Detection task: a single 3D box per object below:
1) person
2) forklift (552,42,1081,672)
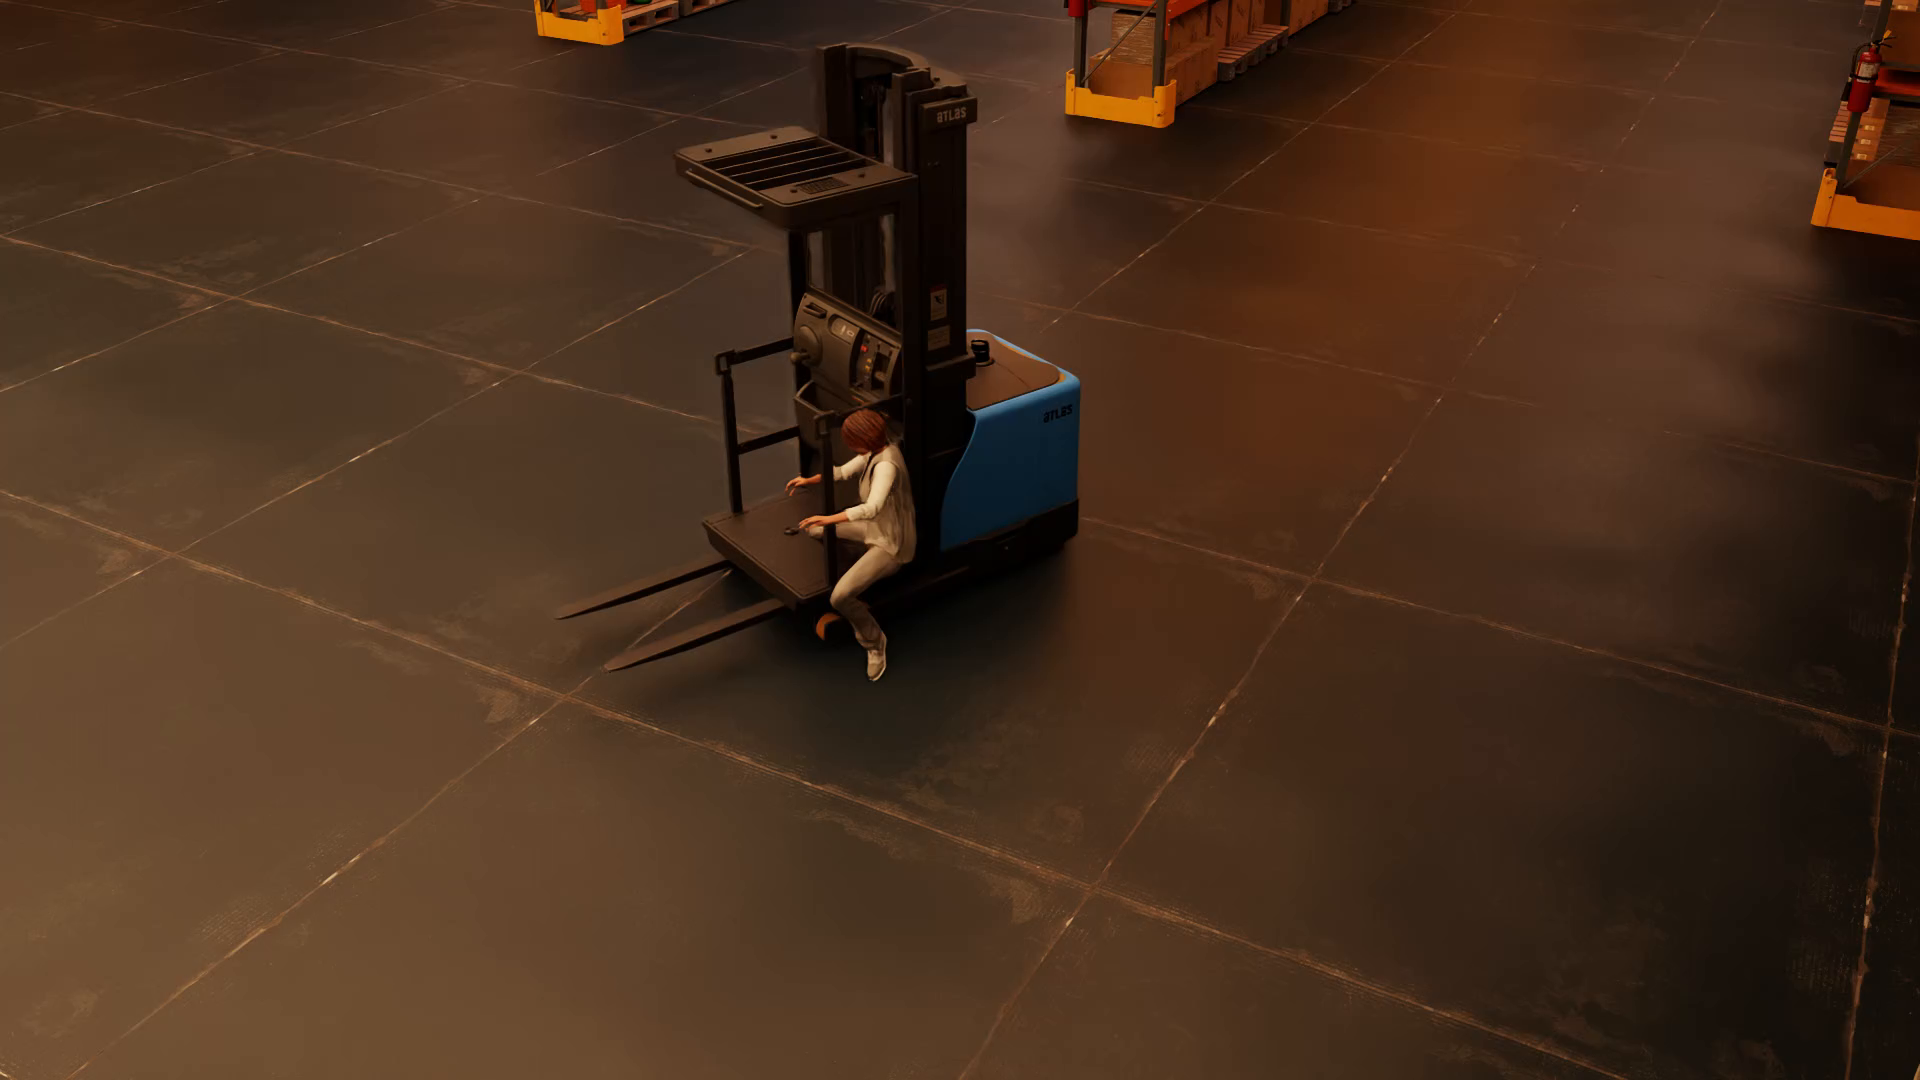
[{"bbox_3d":[-0.565,-0.031,8.673,0.670,1.361,0.878,-3,30,-4],"label":"person"},{"bbox_3d":[-0.774,-1.005,8.813,3.031,2.935,1.130,-21,36,-32],"label":"forklift"}]
